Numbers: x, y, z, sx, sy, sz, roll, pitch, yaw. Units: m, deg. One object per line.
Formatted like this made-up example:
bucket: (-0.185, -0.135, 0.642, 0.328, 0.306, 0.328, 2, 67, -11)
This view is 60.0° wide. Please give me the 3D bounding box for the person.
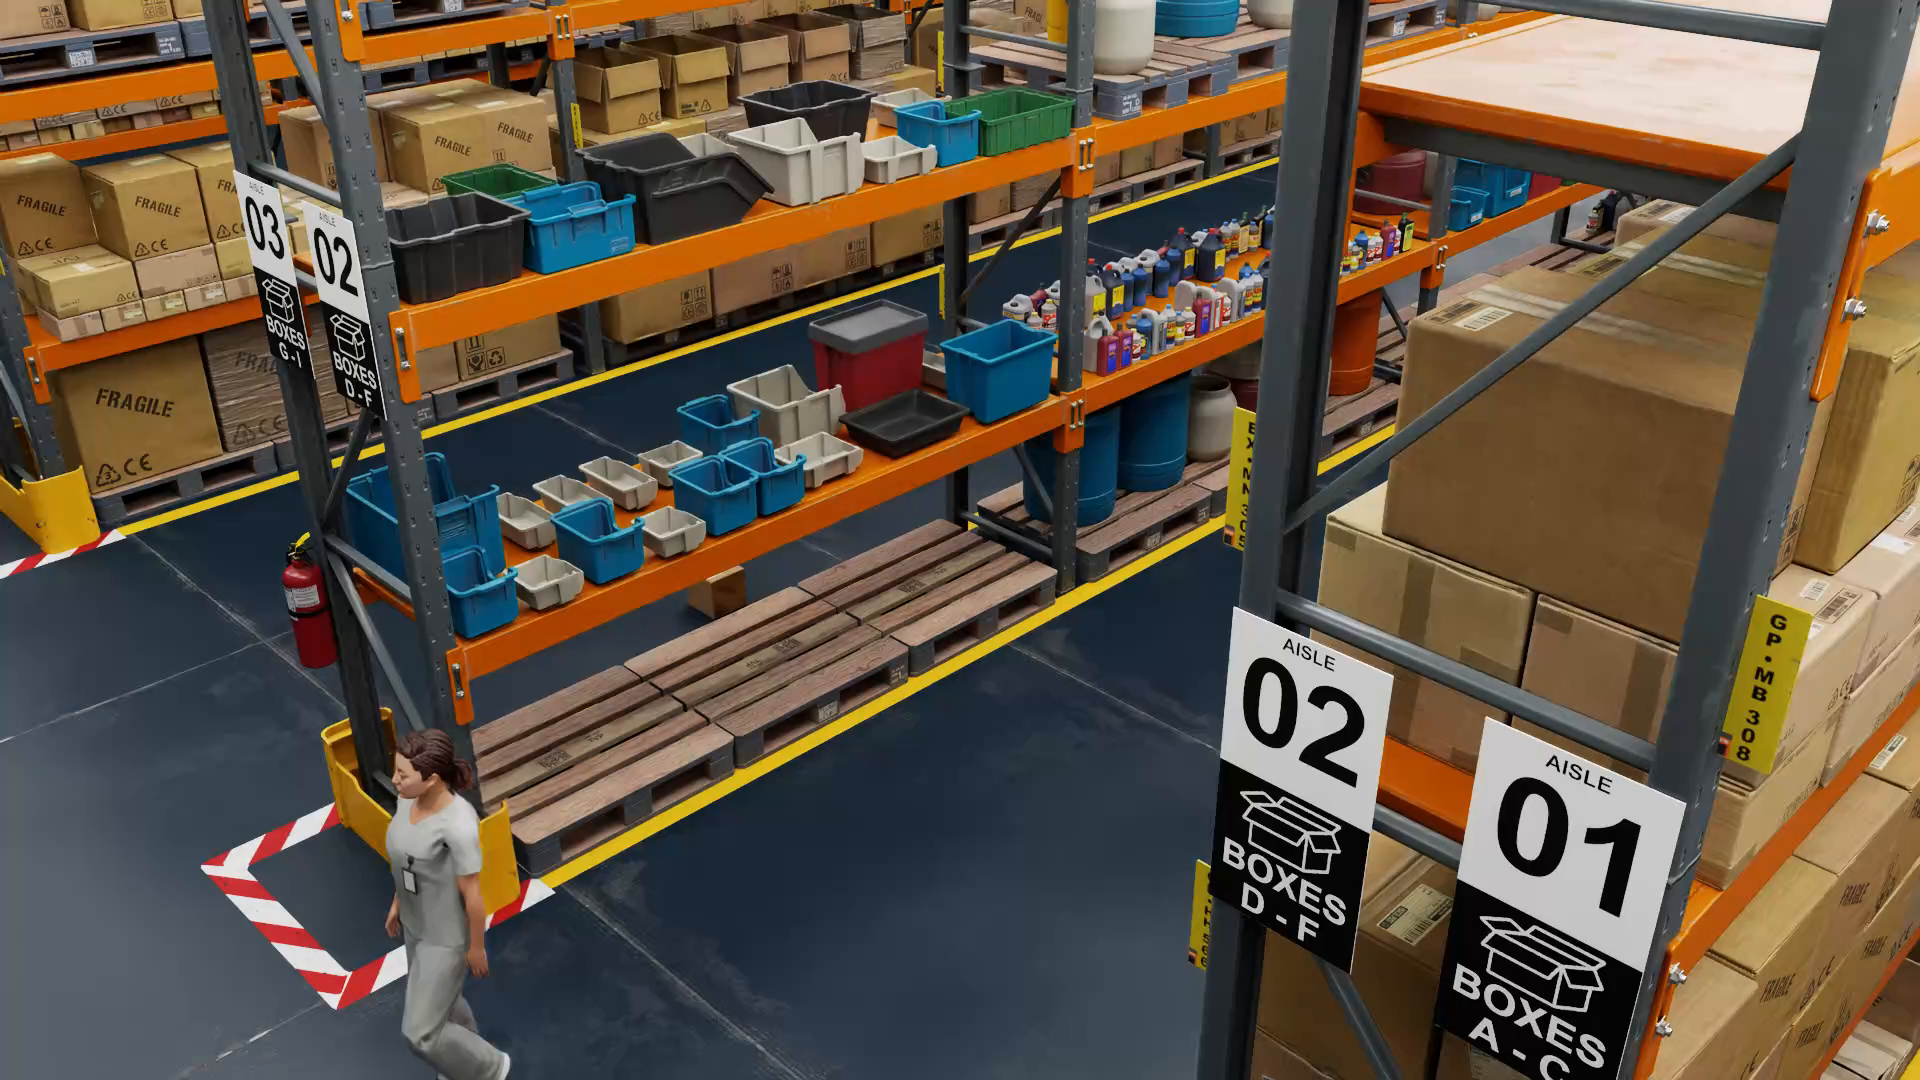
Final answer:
person: (-1.944, 1.443, 6.153, 0.492, 1.674, 0.493, -24, 36, -38)
